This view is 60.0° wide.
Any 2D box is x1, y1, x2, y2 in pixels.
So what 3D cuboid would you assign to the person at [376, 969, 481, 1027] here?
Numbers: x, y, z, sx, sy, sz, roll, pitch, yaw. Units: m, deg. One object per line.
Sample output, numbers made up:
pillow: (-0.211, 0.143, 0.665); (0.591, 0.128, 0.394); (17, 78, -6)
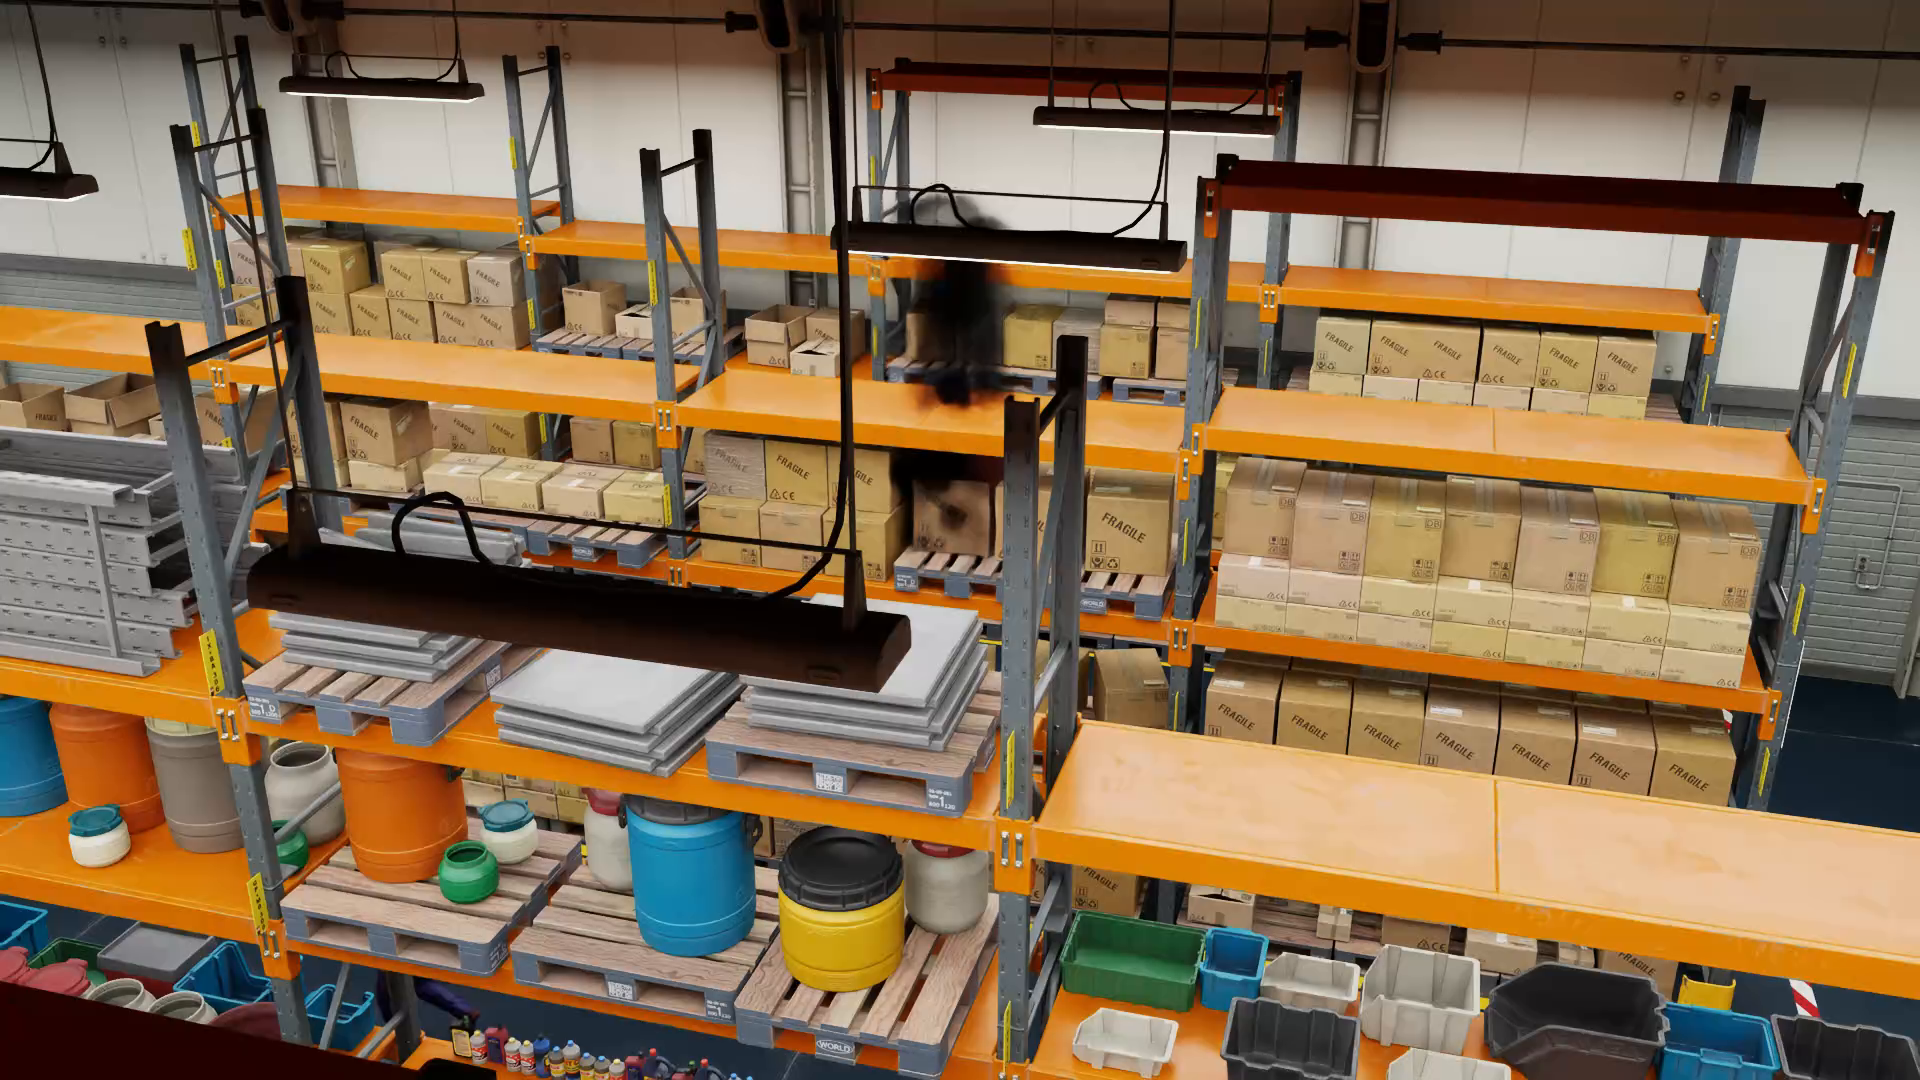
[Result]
person: (-3.844, 2.905, 11.649); (0.810, 1.619, 0.626); (4, 23, 10)
